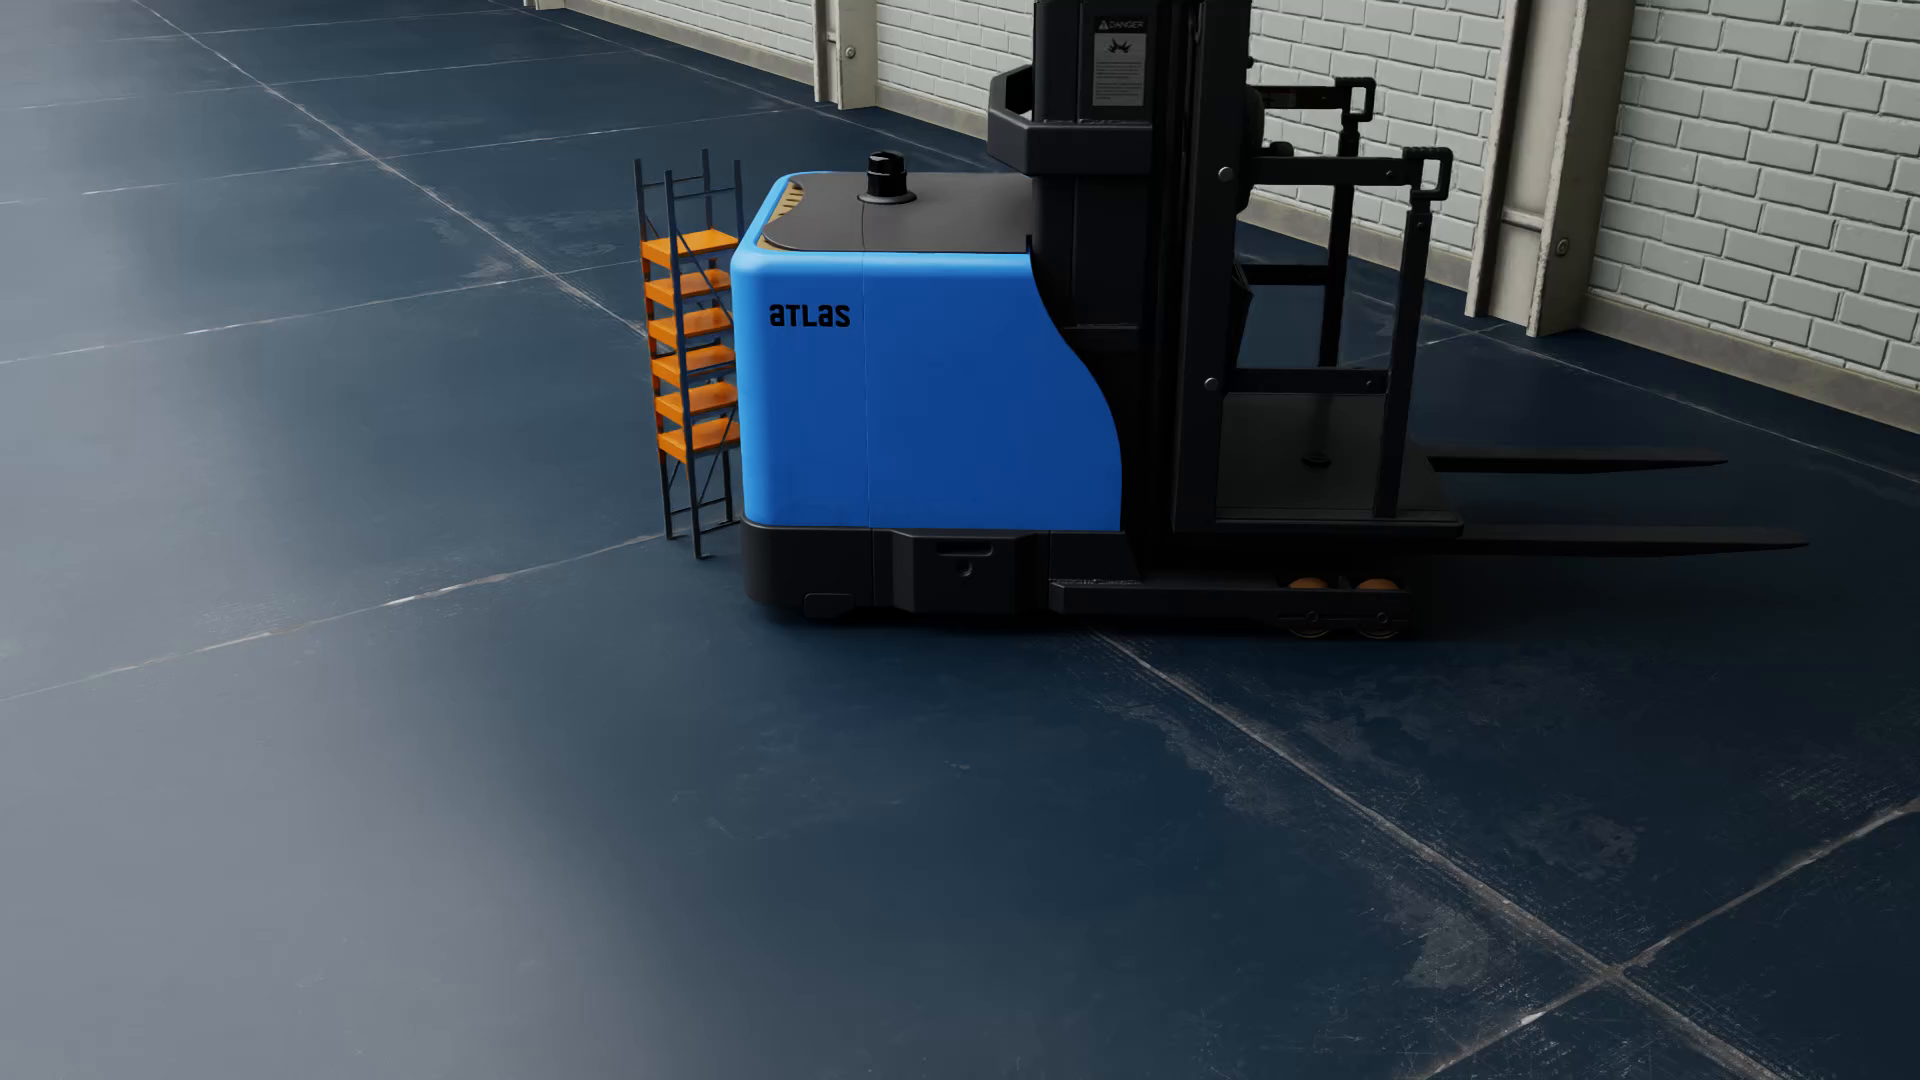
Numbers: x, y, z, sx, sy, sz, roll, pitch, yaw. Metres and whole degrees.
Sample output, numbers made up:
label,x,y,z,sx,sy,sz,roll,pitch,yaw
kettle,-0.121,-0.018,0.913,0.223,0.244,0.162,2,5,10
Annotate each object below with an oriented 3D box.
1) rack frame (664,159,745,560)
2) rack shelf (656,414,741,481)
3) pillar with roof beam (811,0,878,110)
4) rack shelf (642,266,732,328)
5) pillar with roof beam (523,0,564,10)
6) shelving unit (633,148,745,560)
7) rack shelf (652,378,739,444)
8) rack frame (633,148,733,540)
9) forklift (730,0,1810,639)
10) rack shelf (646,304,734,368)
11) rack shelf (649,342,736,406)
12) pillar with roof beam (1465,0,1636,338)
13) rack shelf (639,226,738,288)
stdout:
label,x,y,z,sx,sy,sz,roll,pitch,yaw
rack frame,-0.721,-0.512,4.927,0.240,1.200,0.006,-18,31,-33
rack shelf,-0.776,-0.286,5.114,0.258,0.103,0.180,-18,31,-33
pillar with roof beam,-4.413,-6.178,7.796,9.100,9.000,0.400,-16,29,-30
rack shelf,-0.777,-0.720,4.909,0.258,0.103,0.180,-18,31,-33
pillar with roof beam,-7.689,-8.324,12.342,9.100,9.000,0.400,-16,29,-30
shelving unit,-0.777,-0.543,4.993,0.258,1.200,0.189,-18,31,-33
rack shelf,-0.776,-0.394,5.063,0.258,0.103,0.180,-18,31,-33
rack frame,-0.832,-0.574,5.059,0.240,1.200,0.006,-18,31,-33
forklift,0.910,-1.279,4.526,3.031,2.935,1.130,1,25,2
rack shelf,-0.777,-0.611,4.961,0.258,0.103,0.180,-18,31,-33
rack shelf,-0.777,-0.503,5.012,0.258,0.103,0.180,-18,31,-33
pillar with roof beam,-1.138,-4.032,3.250,9.100,9.000,0.400,-16,29,-30
rack shelf,-0.778,-0.828,4.858,0.258,0.103,0.180,-18,31,-33
